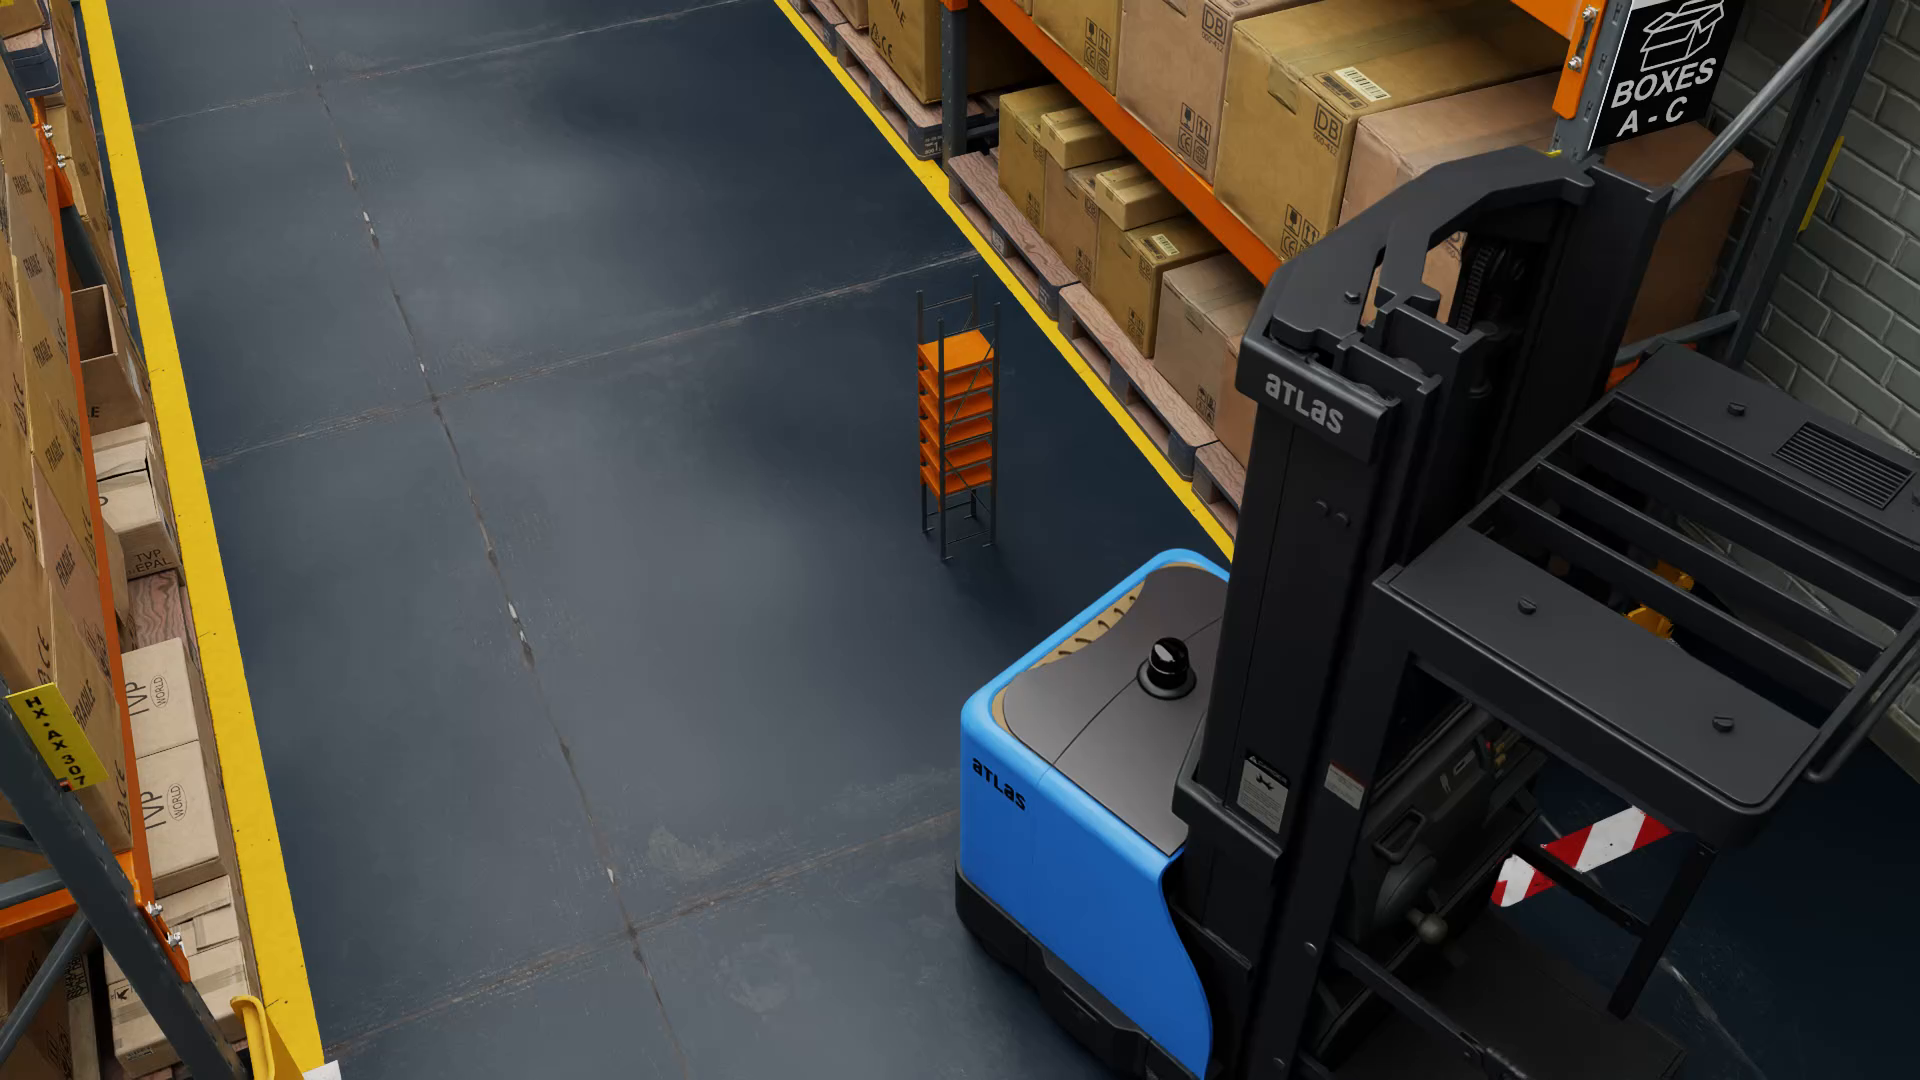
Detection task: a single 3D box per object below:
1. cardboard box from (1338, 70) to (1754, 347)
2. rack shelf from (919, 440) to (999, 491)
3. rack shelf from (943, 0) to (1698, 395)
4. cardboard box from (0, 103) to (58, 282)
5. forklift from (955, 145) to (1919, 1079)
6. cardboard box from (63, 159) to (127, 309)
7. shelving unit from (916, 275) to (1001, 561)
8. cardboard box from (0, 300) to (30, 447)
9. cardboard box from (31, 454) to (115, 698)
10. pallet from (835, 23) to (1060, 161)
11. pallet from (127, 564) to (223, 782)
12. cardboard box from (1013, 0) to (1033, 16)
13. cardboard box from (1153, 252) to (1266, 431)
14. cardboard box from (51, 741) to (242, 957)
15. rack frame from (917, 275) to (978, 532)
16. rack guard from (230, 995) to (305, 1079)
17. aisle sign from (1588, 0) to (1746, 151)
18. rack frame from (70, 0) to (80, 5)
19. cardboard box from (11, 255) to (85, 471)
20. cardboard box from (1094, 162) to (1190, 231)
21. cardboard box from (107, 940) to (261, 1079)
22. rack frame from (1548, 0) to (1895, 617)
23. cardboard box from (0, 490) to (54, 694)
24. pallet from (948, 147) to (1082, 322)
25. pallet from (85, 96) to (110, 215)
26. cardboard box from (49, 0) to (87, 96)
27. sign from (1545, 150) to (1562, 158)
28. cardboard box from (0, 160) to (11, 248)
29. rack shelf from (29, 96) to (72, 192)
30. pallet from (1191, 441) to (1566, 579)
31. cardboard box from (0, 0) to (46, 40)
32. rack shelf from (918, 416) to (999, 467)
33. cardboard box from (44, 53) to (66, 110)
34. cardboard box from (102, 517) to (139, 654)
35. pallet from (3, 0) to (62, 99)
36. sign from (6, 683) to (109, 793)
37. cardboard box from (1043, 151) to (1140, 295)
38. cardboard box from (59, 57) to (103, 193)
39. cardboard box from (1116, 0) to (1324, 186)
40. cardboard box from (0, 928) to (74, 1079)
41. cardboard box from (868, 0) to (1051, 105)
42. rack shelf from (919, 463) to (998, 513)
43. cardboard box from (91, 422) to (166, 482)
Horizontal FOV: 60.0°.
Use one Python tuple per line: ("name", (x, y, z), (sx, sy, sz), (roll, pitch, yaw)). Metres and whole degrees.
("cardboard box", (1.844, -0.997, 5.412), (0.980, 0.700, 0.700), (-16, 47, -16))
("rack shelf", (-0.006, -0.319, 6.453), (0.258, 0.103, 0.180), (-18, 47, -17))
("rack shelf", (1.226, -1.587, 6.735), (1.077, 0.370, 4.000), (-18, 47, -17))
("cardboard box", (-3.447, -1.117, 5.675), (0.500, 0.500, 0.500), (-17, 47, -16))
("forklift", (1.376, 0.698, 3.956), (1.130, 2.935, 3.031), (-35, 54, -30))
("cardboard box", (-4.090, -1.299, 7.398), (0.500, 0.500, 0.500), (-20, 48, -19))
("shelving unit", (-0.006, -0.436, 6.338), (0.258, 1.200, 0.189), (-18, 47, -17))
("cardboard box", (-2.806, -0.507, 4.345), (0.500, 0.500, 0.500), (-17, 47, -17))
("cardboard box", (-2.595, 0.173, 4.368), (0.500, 0.500, 0.500), (-18, 48, -18))
("pallet", (-0.008, -2.595, 9.229), (1.003, 0.211, 1.213), (-18, 47, -17))
("pallet", (-3.303, 0.557, 6.036), (1.003, 0.211, 1.213), (-18, 47, -17))
("cardboard box", (0.599, -2.874, 7.313), (0.980, 0.700, 0.700), (-17, 47, -17))
("cardboard box", (1.260, -0.884, 6.991), (0.700, 0.500, 0.500), (-19, 48, -19))
("cardboard box", (-2.607, 0.970, 5.276), (0.500, 0.250, 0.500), (-18, 47, -17))
("rack frame", (-0.045, -0.495, 6.397), (0.240, 1.200, 0.006), (-18, 47, -17))
("rack guard", (-2.458, 1.738, 4.633), (1.175, 0.500, 0.348), (-18, 47, -17))
("aisle sign", (1.825, -1.360, 4.141), (0.394, 0.787, 0.004), (-18, 47, -17))
("rack frame", (-5.790, -4.201, 8.872), (1.000, 3.000, 0.127), (-18, 47, -17))
("cardboard box", (-3.012, -0.467, 5.016), (0.500, 0.500, 0.500), (-17, 47, -17))
("cardboard box", (0.805, -1.497, 7.150), (0.380, 0.149, 0.250), (-19, 48, -19))
("cardboard box", (-2.290, 1.387, 4.926), (0.380, 0.149, 0.250), (-18, 47, -17))
("rack frame", (2.067, -0.569, 5.191), (1.000, 3.000, 0.127), (-18, 47, -17))
("cardboard box", (-2.373, 0.145, 3.685), (0.500, 0.500, 0.500), (-17, 47, -16))
("pallet", (0.634, -1.617, 8.239), (1.003, 0.211, 1.213), (-18, 47, -17))
("pallet", (-5.001, -1.945, 8.571), (1.003, 0.211, 1.213), (-18, 47, -17))
("cardboard box", (-4.966, -2.612, 8.728), (0.500, 0.500, 0.500), (-20, 48, -19))
("sign", (1.569, -0.914, 4.547), (0.100, 0.325, 0.005), (-18, 47, -17))
("cardboard box", (-3.231, -1.151, 4.998), (0.500, 0.500, 0.500), (-18, 47, -17))
("rack shelf", (-4.949, -2.671, 7.833), (1.077, 0.370, 4.000), (-18, 47, -17))
("pallet", (1.660, -0.062, 6.663), (1.003, 0.211, 1.213), (-18, 47, -17))
("cardboard box", (-4.104, -2.205, 6.479), (0.700, 0.500, 0.500), (-34, 54, -30))
("rack shelf", (-0.006, -0.405, 6.369), (0.258, 0.103, 0.180), (-18, 47, -17))
("cardboard box", (-4.510, -2.204, 7.780), (0.500, 0.250, 0.500), (-18, 47, -17))
("cardboard box", (-3.313, 0.275, 5.799), (0.797, 0.503, 0.637), (-18, 47, -17))
("pallet", (-4.345, -2.126, 6.905), (1.003, 0.211, 1.213), (-18, 47, -17))
("sign", (-1.933, 0.428, 3.564), (0.100, 0.325, 0.005), (-18, 47, -17))
("cardboard box", (0.815, -1.549, 7.665), (0.700, 0.500, 0.500), (-18, 48, -18))
("cardboard box", (-4.528, -1.957, 8.064), (0.500, 0.500, 0.500), (-17, 47, -17))
("cardboard box", (1.215, -1.946, 6.373), (0.980, 0.700, 0.700), (-20, 48, -19))
("cardboard box", (-2.878, 1.356, 4.706), (0.500, 0.500, 0.500), (-18, 47, -17))
("cardboard box", (-0.006, -2.878, 8.762), (0.750, 0.750, 0.750), (-18, 47, -17))
("rack shelf", (-0.006, -0.234, 6.538), (0.258, 0.103, 0.180), (-18, 47, -17))
("cardboard box", (-3.399, -0.294, 6.628), (0.380, 0.149, 0.250), (-18, 47, -17))
